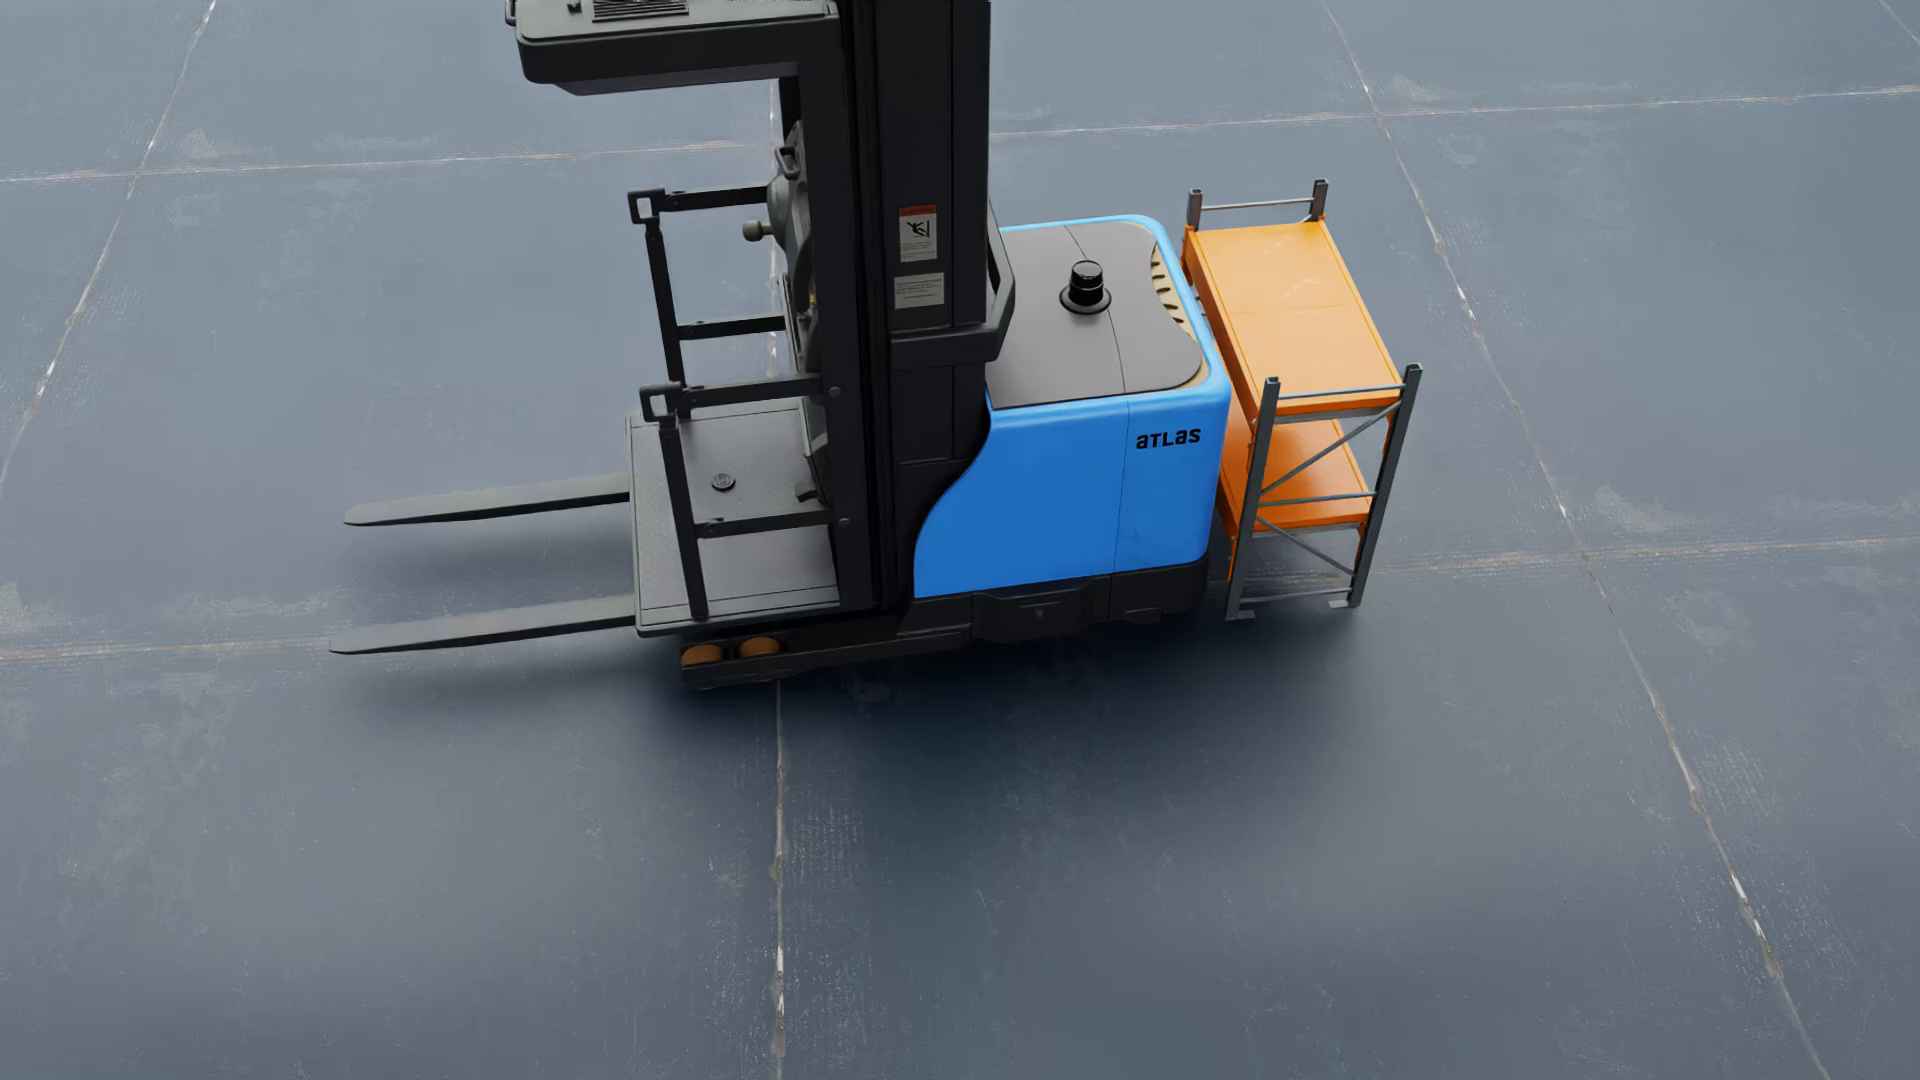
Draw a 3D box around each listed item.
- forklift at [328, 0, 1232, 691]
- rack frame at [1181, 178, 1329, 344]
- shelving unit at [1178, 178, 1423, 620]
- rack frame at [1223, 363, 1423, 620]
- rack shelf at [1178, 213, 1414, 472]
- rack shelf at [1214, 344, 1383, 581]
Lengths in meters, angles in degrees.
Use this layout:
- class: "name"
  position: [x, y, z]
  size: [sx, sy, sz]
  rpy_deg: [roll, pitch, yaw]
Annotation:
- class: "forklift"
  position: [-0.687, -0.906, 5.089]
  size: [3.031, 2.935, 1.130]
  rpy_deg: [-7, 47, -7]
- class: "rack frame"
  position: [1.059, -0.866, 6.294]
  size: [0.500, 1.125, 0.032]
  rpy_deg: [-6, 47, -6]
- class: "shelving unit"
  position: [1.129, -0.500, 5.948]
  size: [0.538, 1.125, 1.048]
  rpy_deg: [-6, 47, -6]
- class: "rack frame"
  position: [1.200, -0.135, 5.602]
  size: [0.500, 1.125, 0.032]
  rpy_deg: [-6, 47, -6]
- class: "rack shelf"
  position: [1.130, -0.702, 5.736]
  size: [0.538, 0.278, 1.000]
  rpy_deg: [-6, 47, -6]
- class: "rack shelf"
  position: [1.129, -0.332, 6.126]
  size: [0.538, 0.278, 1.000]
  rpy_deg: [-6, 47, -6]
